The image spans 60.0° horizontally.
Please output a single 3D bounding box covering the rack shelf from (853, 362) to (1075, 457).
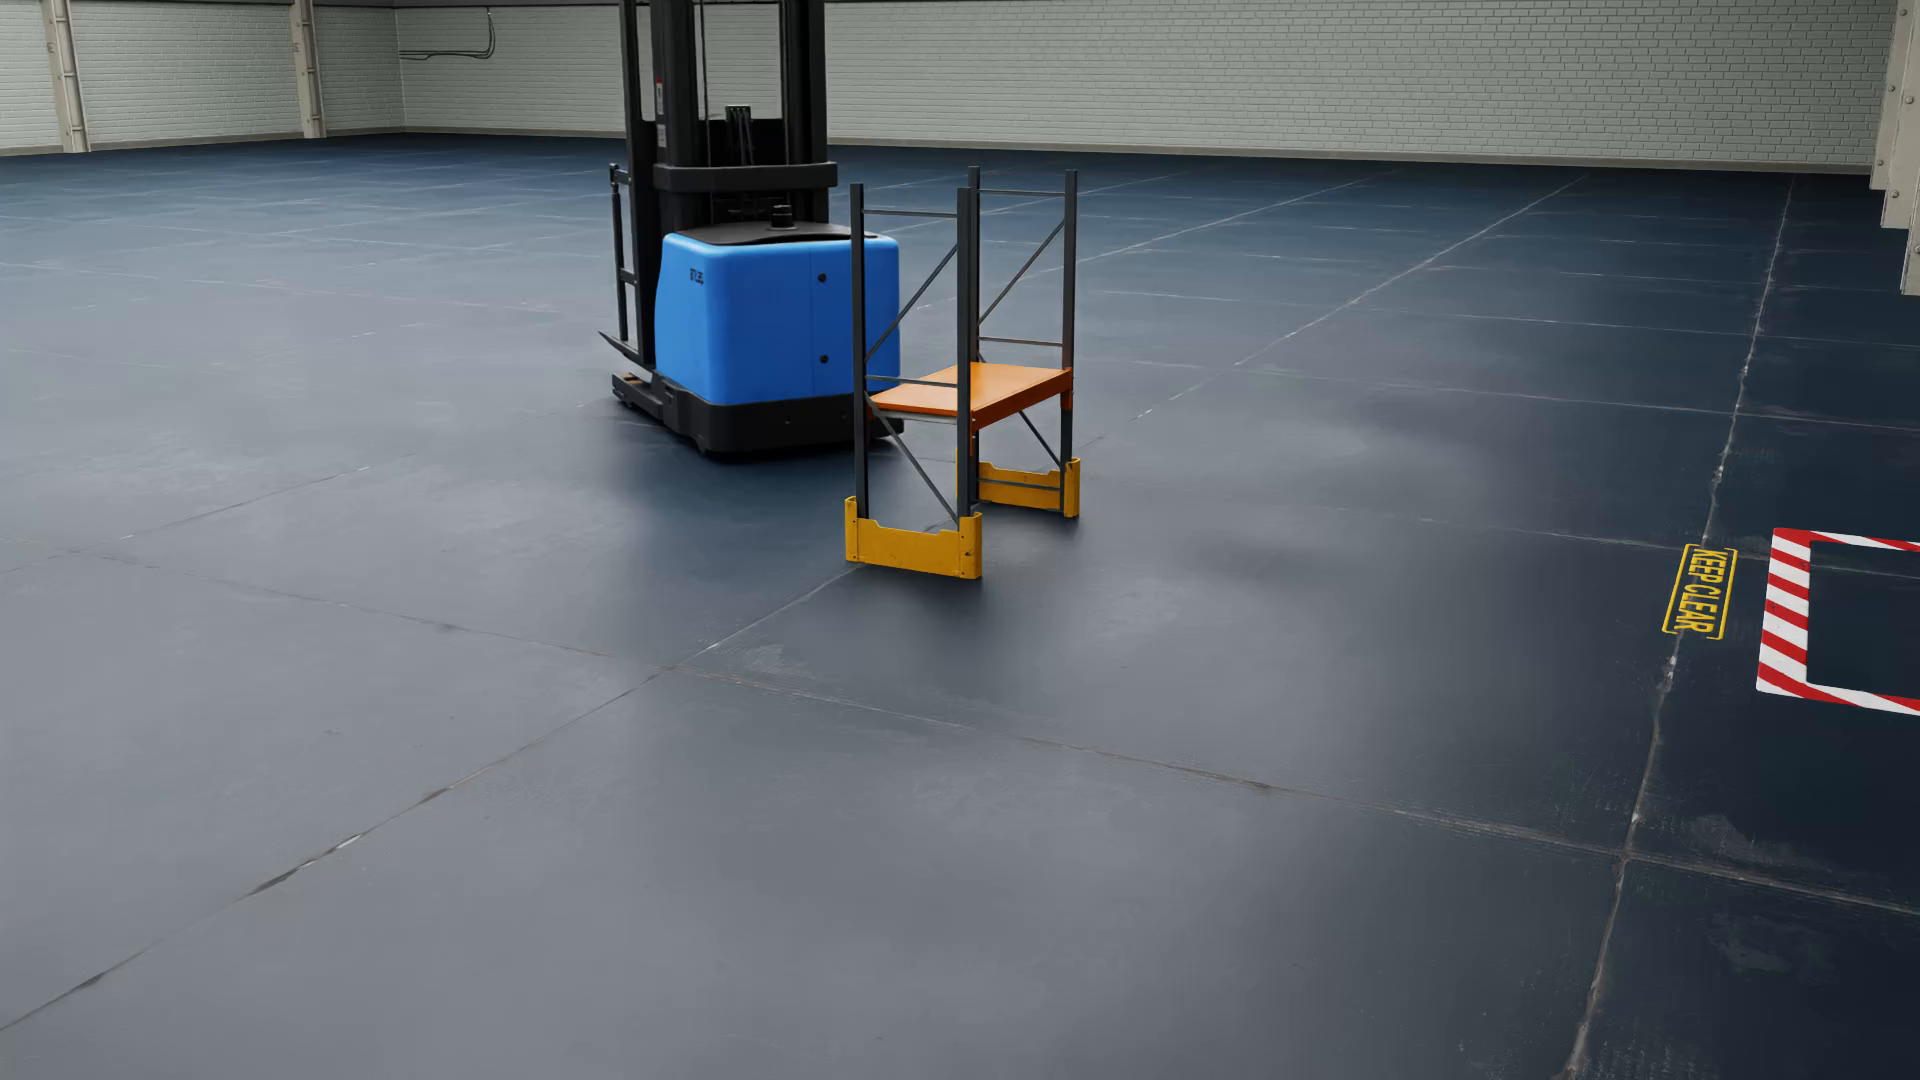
[{"bbox_3d":[0.038,-0.568,6.935,0.538,0.185,1.000,8,18,25],"label":"rack shelf"}]

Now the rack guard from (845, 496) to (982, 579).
[{"bbox_3d":[-0.188,-0.012,6.627,0.587,0.250,0.087,8,18,25],"label":"rack guard"}]

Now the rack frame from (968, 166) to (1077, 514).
[{"bbox_3d":[0.265,-0.870,7.320,0.500,1.500,0.032,8,18,25],"label":"rack frame"}]

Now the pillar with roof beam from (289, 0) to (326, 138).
[{"bbox_3d":[-10.831,-12.922,34.725,9.100,9.000,0.400,8,18,25],"label":"pillar with roof beam"}]

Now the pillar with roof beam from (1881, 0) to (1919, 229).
[{"bbox_3d":[6.965,-8.481,19.775,9.100,9.000,0.400,8,18,25],"label":"pillar with roof beam"}]

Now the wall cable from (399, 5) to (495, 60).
[{"bbox_3d":[-12.183,-12.563,38.972,3.097,2.526,0.112,8,18,25],"label":"wall cable"}]

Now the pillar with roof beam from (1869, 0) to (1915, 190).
[{"bbox_3d":[9.646,-10.010,24.921,9.100,9.000,0.400,8,18,25],"label":"pillar with roof beam"}]

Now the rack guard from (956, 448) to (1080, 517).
[{"bbox_3d":[0.257,-0.266,7.481,0.587,0.250,0.087,8,18,25],"label":"rack guard"}]

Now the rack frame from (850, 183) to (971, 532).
[{"bbox_3d":[-0.189,-0.611,6.448,0.500,1.500,0.032,8,18,25],"label":"rack frame"}]

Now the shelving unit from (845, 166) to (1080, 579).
[{"bbox_3d":[0.034,-0.738,6.876,0.587,1.500,1.083,8,18,25],"label":"shelving unit"}]

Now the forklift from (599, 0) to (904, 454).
[{"bbox_3d":[-1.387,-2.209,9.315,1.130,2.935,3.031,-8,18,-25],"label":"forklift"}]

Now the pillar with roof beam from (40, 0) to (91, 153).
[{"bbox_3d":[-13.513,-11.394,29.580,9.100,9.000,0.400,8,18,25],"label":"pillar with roof beam"}]

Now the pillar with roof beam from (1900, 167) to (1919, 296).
[{"bbox_3d":[4.284,-6.953,14.630,9.100,9.000,0.400,8,18,25],"label":"pillar with roof beam"}]
